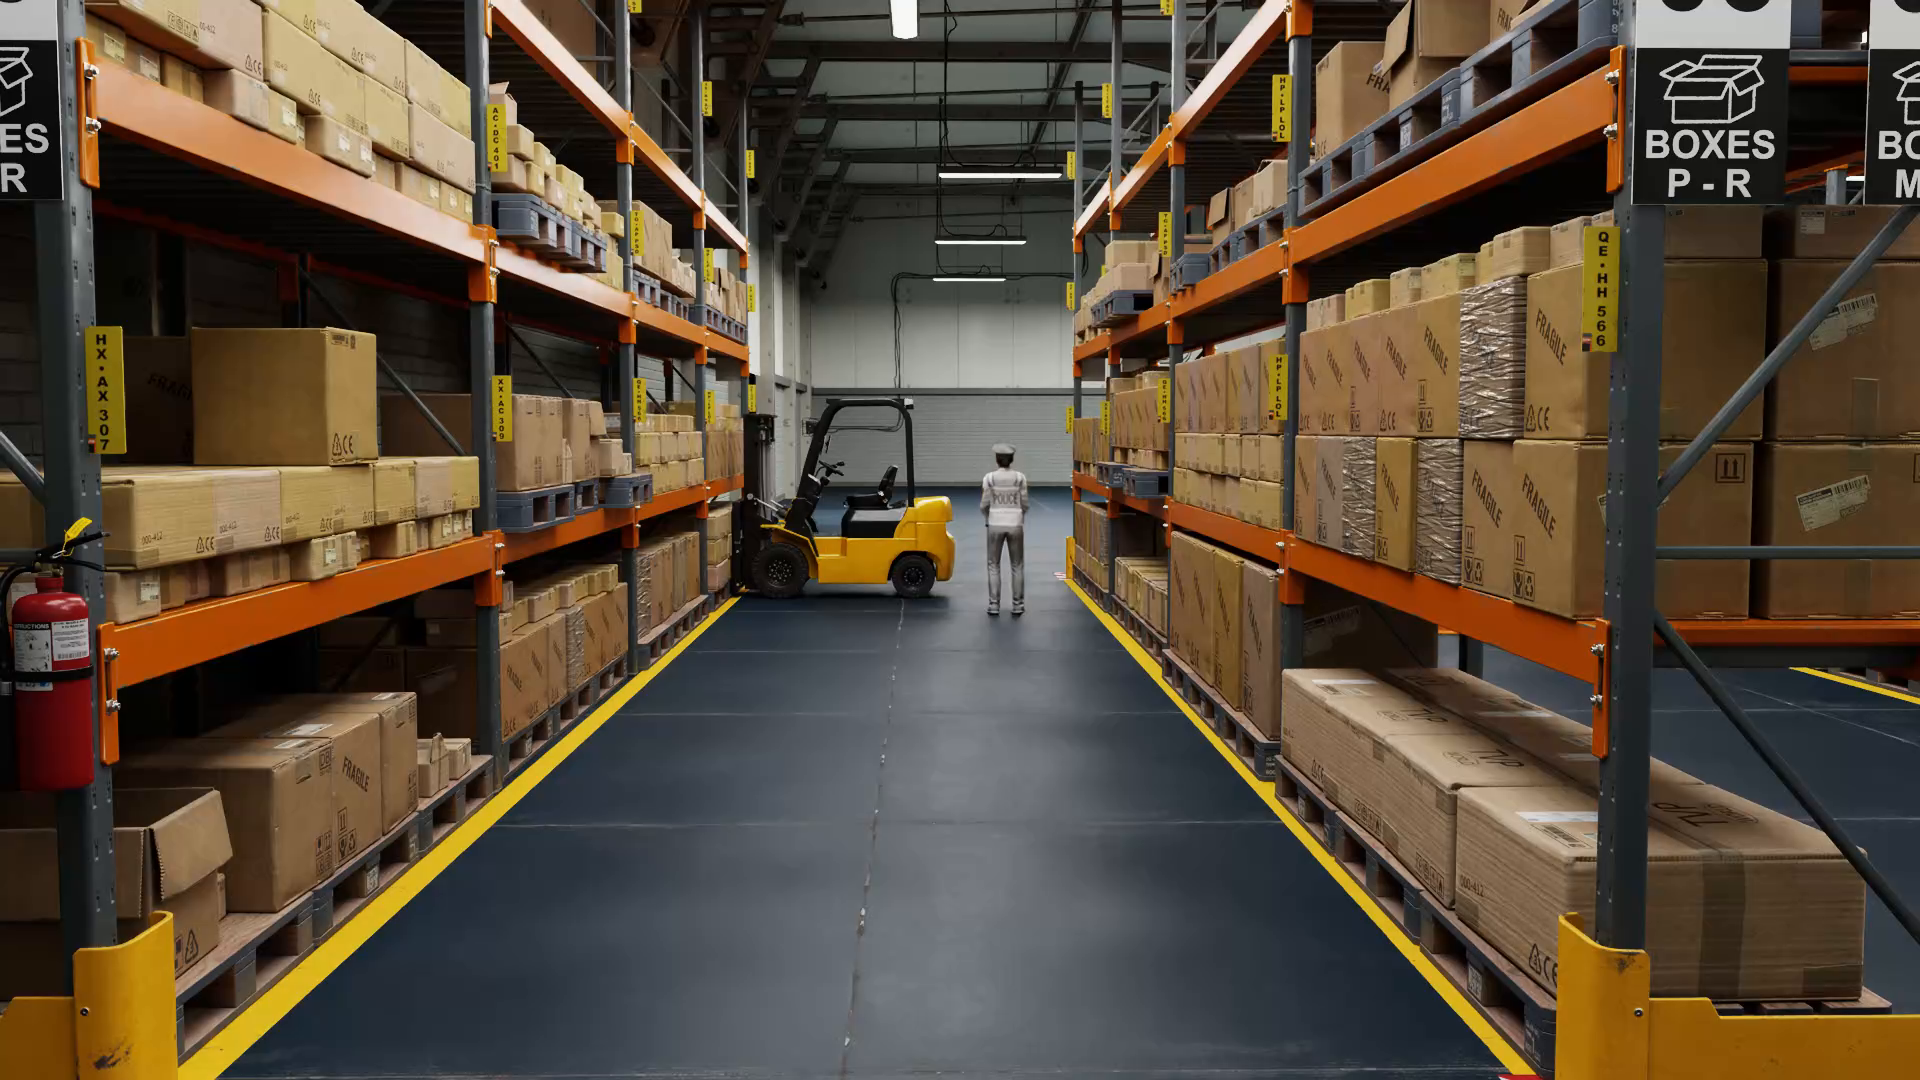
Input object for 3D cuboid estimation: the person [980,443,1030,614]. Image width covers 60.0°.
[{"bbox_3d":[0.441,-0.116,16.478,0.489,1.692,0.489,0,4,-2],"label":"person"}]
